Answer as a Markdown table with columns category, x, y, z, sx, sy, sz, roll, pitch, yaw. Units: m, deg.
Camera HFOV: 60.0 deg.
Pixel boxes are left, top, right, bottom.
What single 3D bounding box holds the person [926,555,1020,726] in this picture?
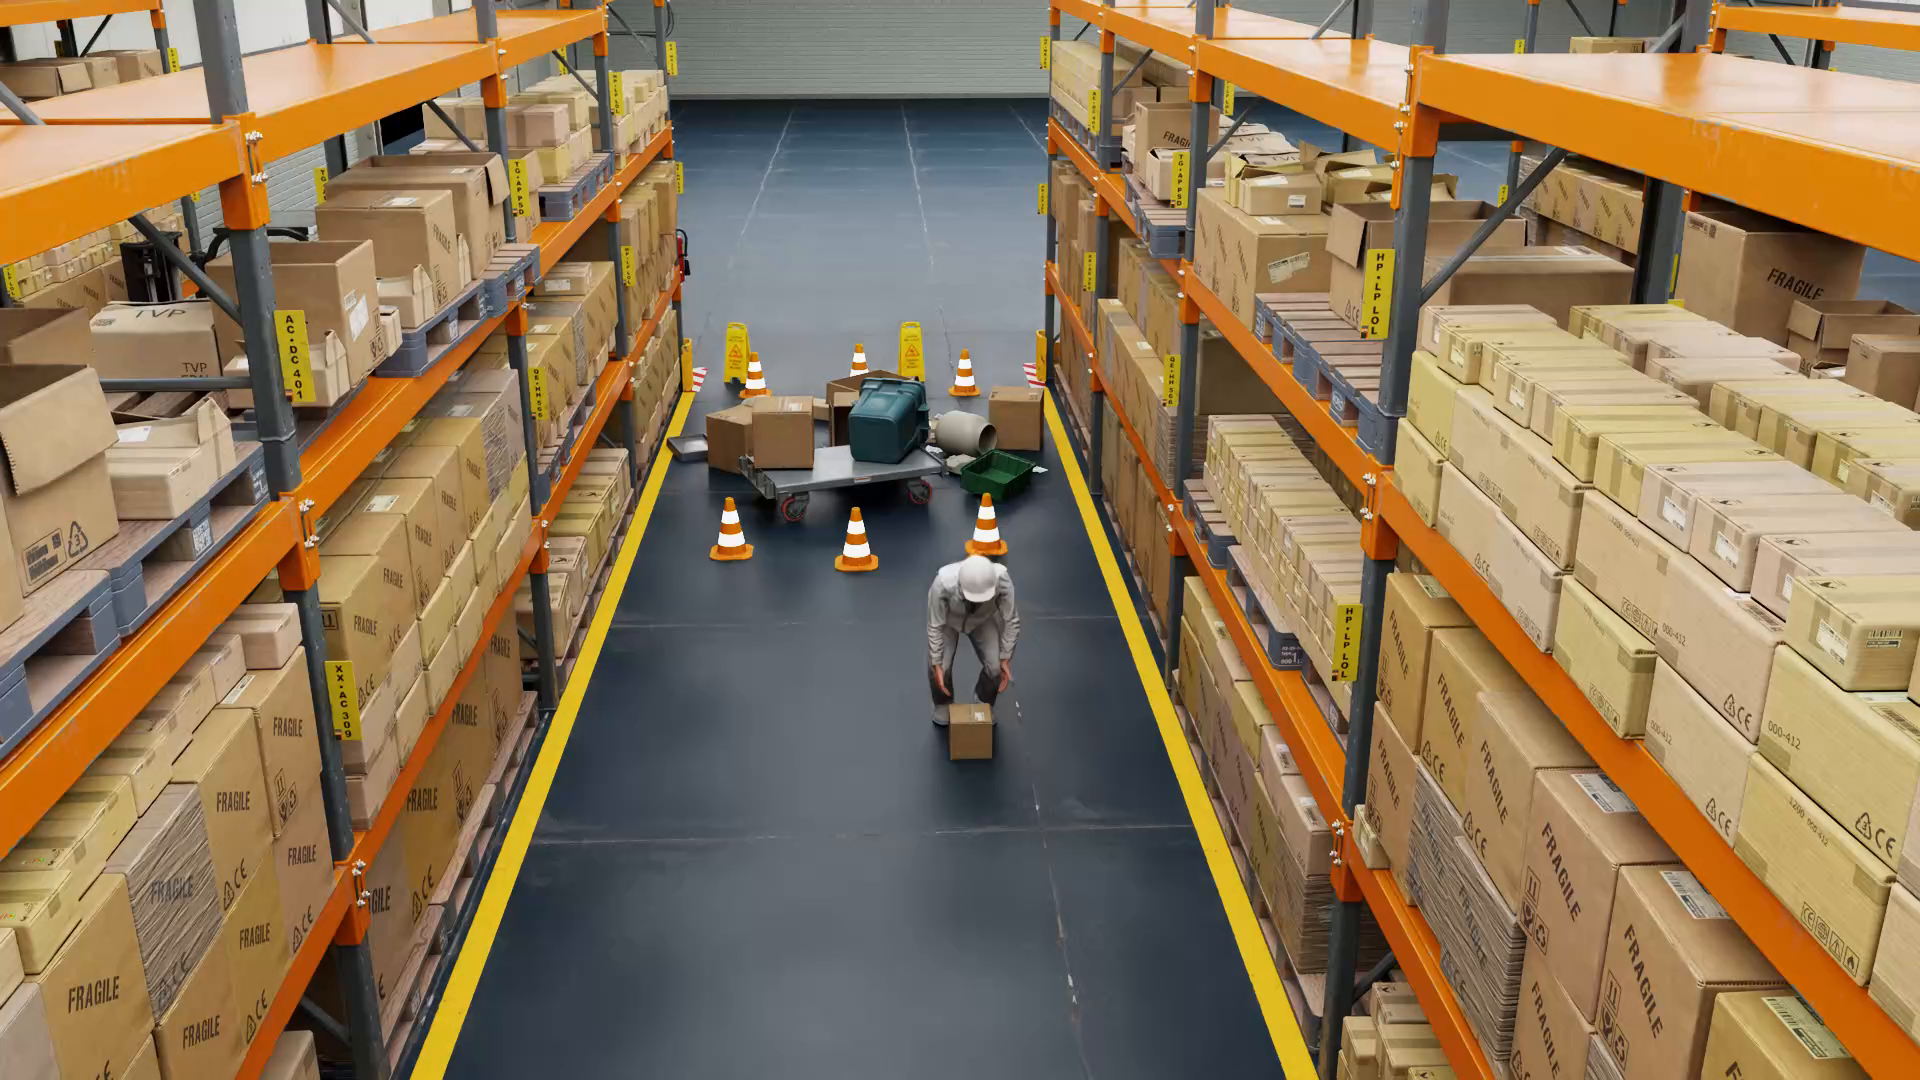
| category | x | y | z | sx | sy | sz | roll | pitch | yaw |
| --- | --- | --- | --- | --- | --- | --- | --- | --- | --- |
| person | 0.073 | 0.570 | 10.267 | 0.578 | 1.240 | 0.842 | -1 | 20 | -3 |
